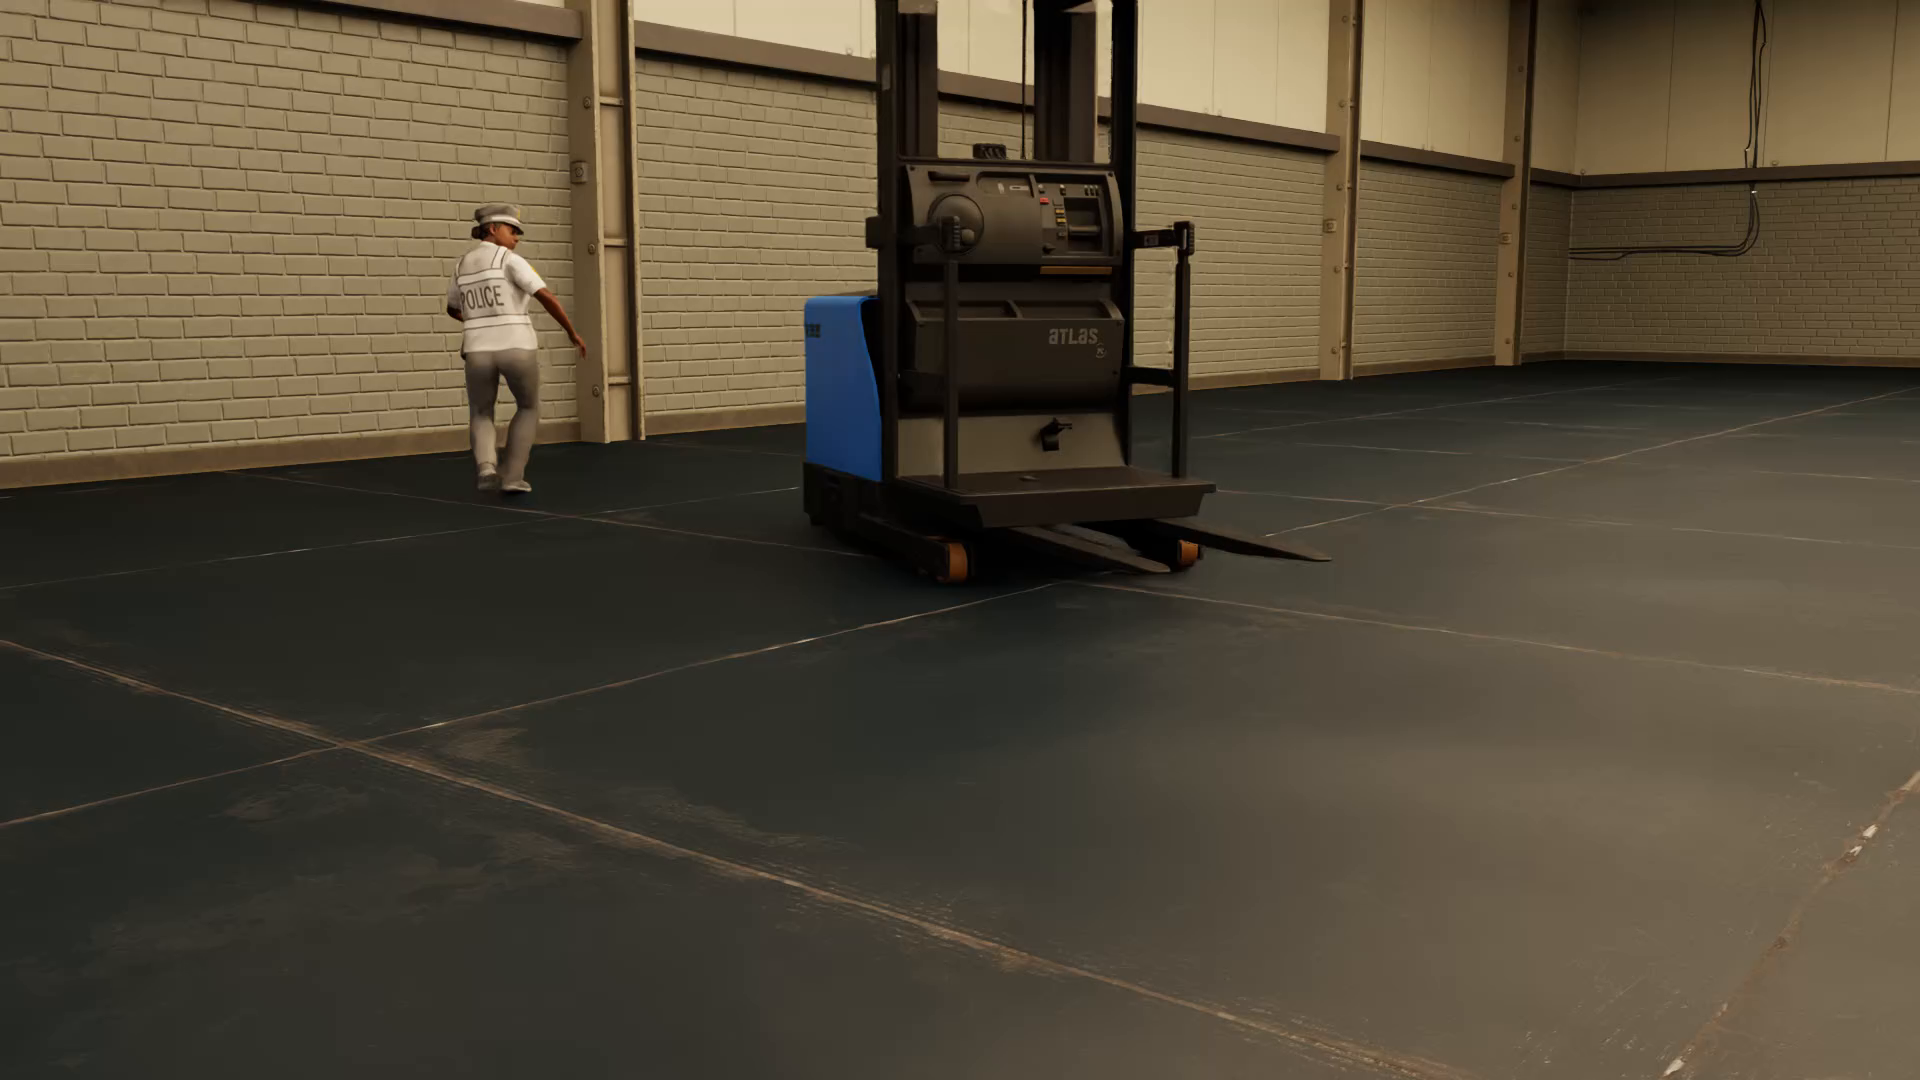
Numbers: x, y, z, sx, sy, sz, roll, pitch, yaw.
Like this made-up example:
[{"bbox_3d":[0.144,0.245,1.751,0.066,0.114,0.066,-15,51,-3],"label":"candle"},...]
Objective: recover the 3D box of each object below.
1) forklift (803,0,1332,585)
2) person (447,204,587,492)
[{"bbox_3d":[0.312,-1.350,6.508,1.130,2.935,3.031,-4,9,-23],"label":"forklift"},{"bbox_3d":[-2.406,-1.020,9.012,0.777,1.558,0.770,1,8,5],"label":"person"}]
